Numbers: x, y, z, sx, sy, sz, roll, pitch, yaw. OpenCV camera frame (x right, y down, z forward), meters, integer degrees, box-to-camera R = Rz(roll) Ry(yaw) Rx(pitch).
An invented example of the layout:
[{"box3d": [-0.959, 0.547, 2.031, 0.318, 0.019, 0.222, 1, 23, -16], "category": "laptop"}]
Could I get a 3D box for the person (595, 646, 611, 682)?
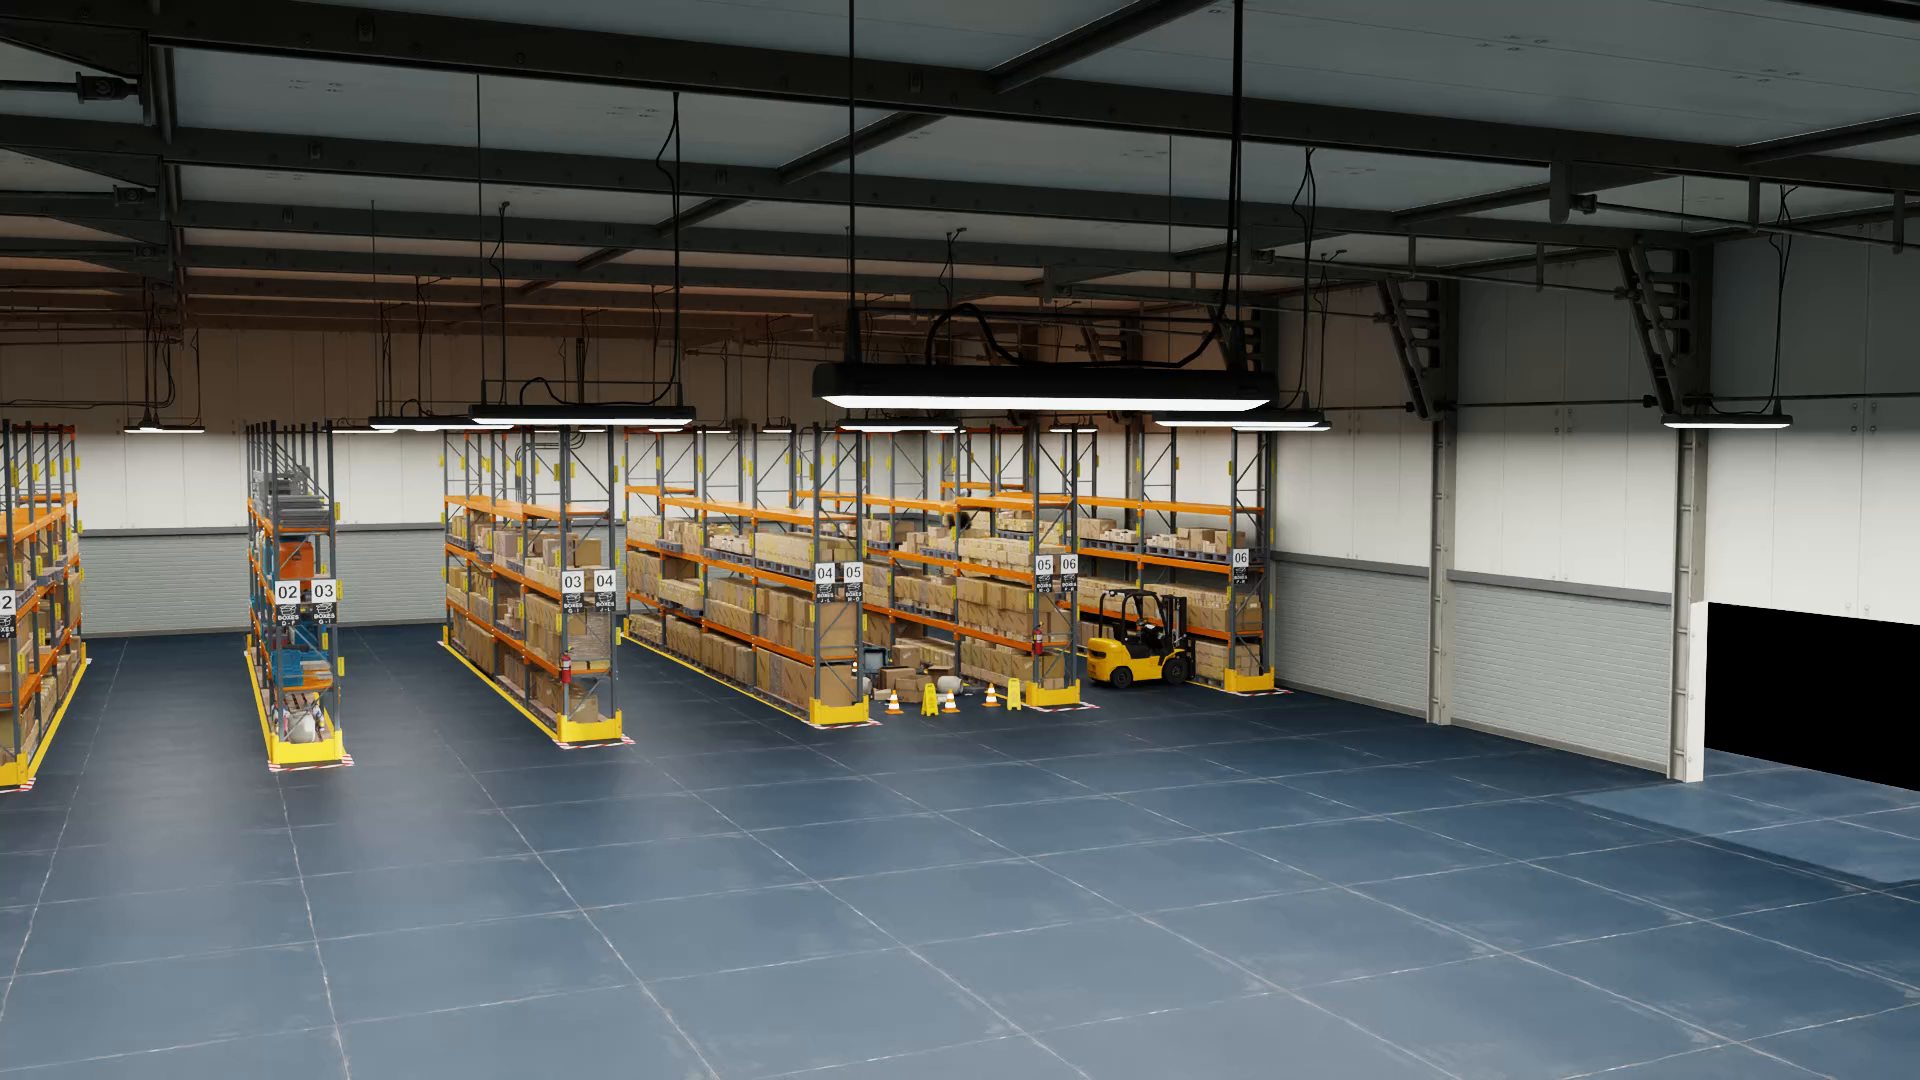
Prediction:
[{"box3d": [-8.202, 2.532, 38.523, 0.577, 1.576, 0.776, -4, 5, -45], "category": "person"}]
